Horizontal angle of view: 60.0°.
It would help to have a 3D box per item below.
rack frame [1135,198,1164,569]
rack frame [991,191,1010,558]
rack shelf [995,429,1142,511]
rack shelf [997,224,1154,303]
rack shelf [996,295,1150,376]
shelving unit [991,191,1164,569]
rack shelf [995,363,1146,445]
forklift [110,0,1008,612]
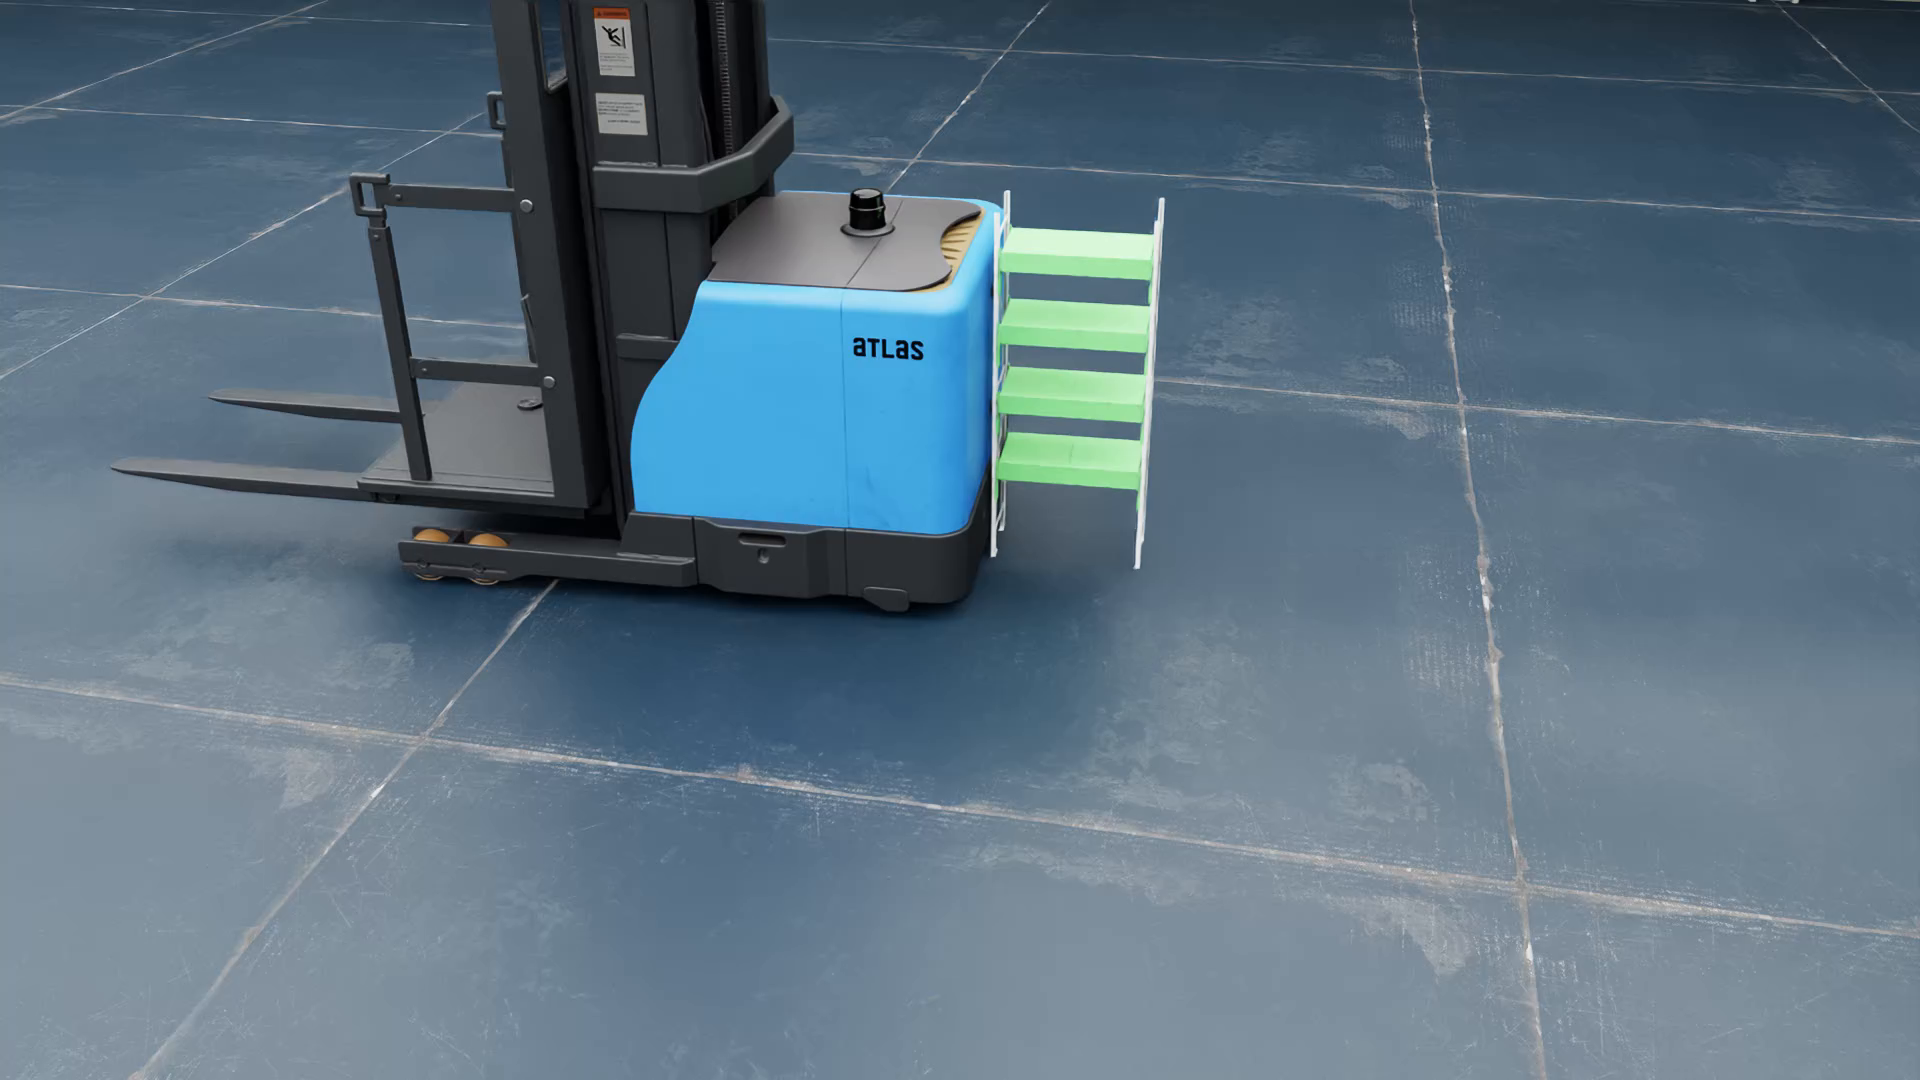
[{"bbox_3d":[0.613,-0.486,5.388,0.015,1.200,0.240,5,29,8],"label":"rack frame"},{"bbox_3d":[0.132,-0.524,5.458,0.015,1.200,0.240,5,29,8],"label":"rack frame"},{"bbox_3d":[0.372,-0.238,5.569,0.480,0.148,0.258,5,29,8],"label":"rack shelf"},{"bbox_3d":[0.372,-0.870,5.223,0.480,0.148,0.258,5,29,8],"label":"rack shelf"},{"bbox_3d":[0.372,-0.659,5.338,0.480,0.148,0.258,5,29,8],"label":"rack shelf"},{"bbox_3d":[0.372,-0.505,5.423,0.503,1.200,0.258,5,29,8],"label":"shelving unit"},{"bbox_3d":[0.372,-0.449,5.453,0.480,0.148,0.258,5,29,8],"label":"rack shelf"},{"bbox_3d":[-1.392,-1.381,5.220,3.031,2.935,1.130,5,29,8],"label":"forklift"}]
